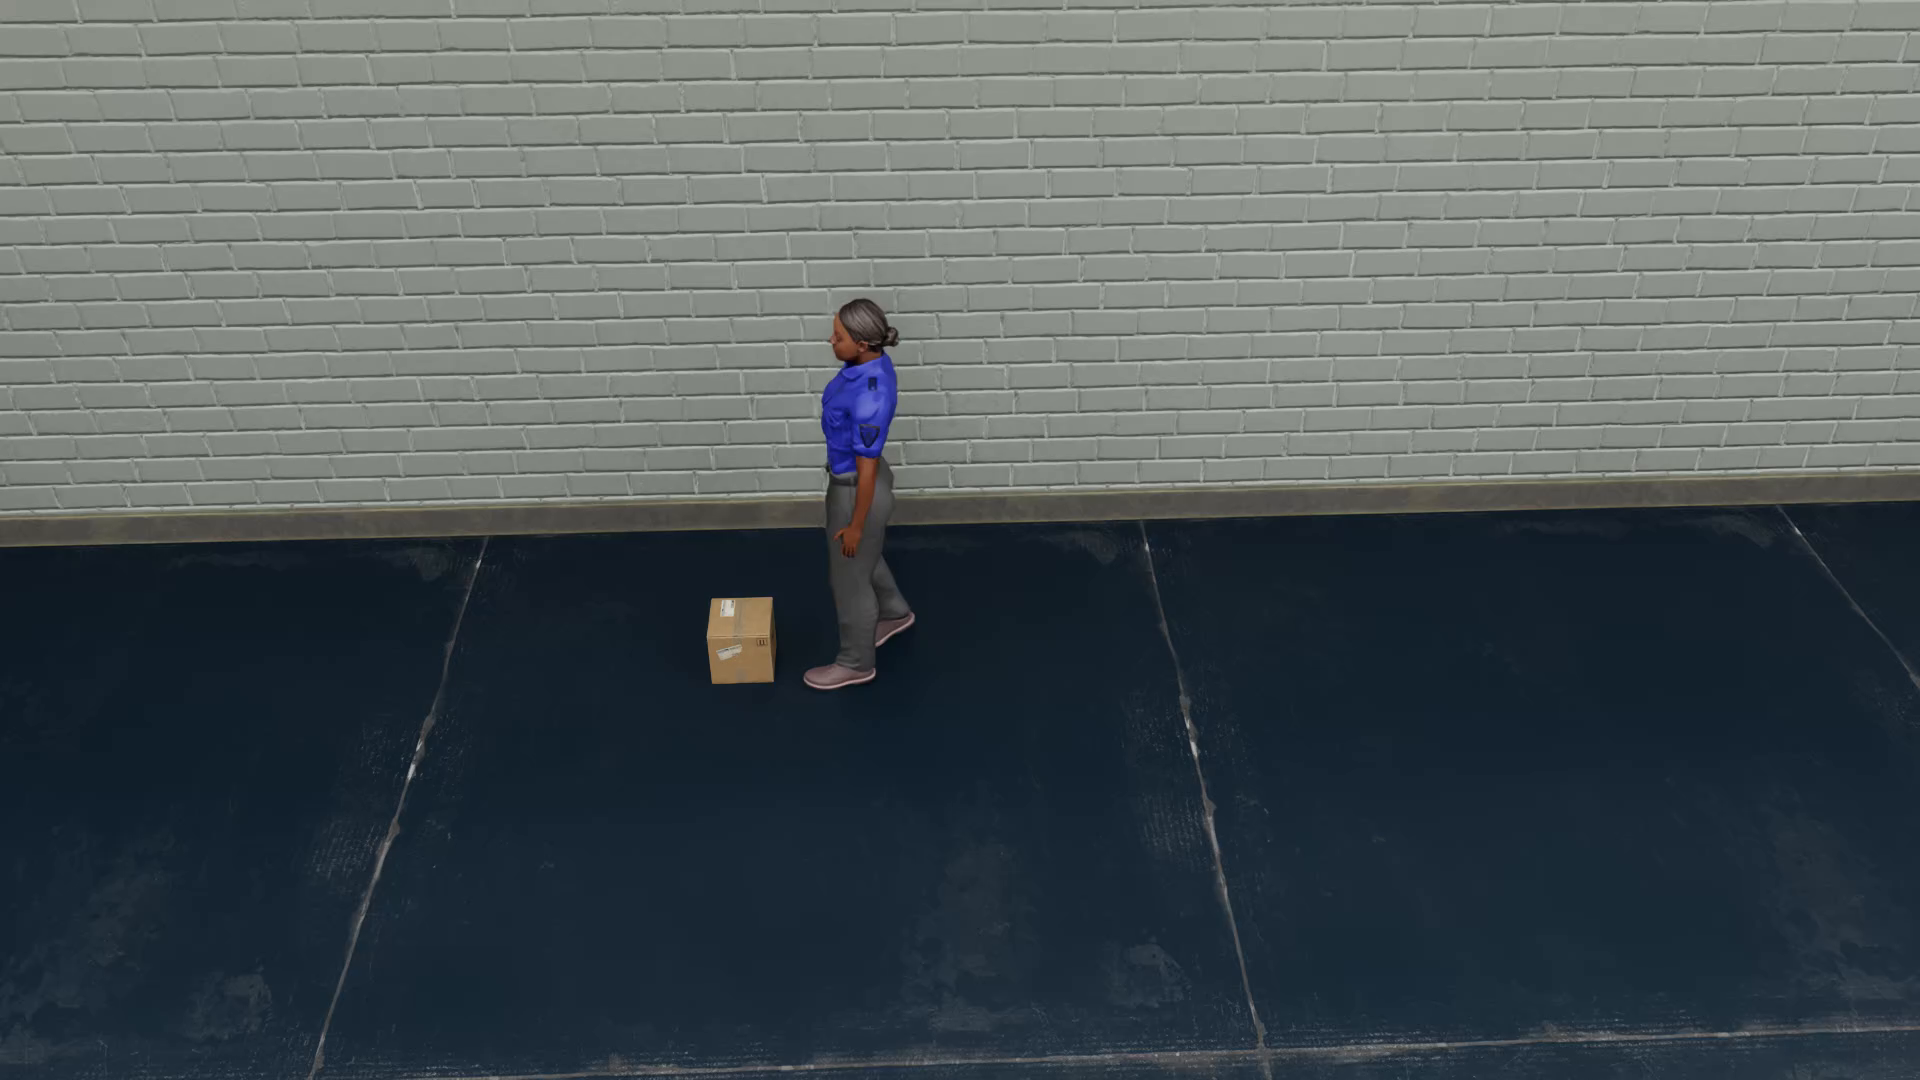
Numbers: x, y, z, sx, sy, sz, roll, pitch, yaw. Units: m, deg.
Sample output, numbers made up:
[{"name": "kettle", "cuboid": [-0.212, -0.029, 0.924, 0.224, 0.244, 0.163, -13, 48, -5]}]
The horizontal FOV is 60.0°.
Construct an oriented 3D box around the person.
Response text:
[{"name": "person", "cuboid": [-0.411, -0.168, 6.384, 0.460, 1.667, 0.462, -1, 35, -2]}]
